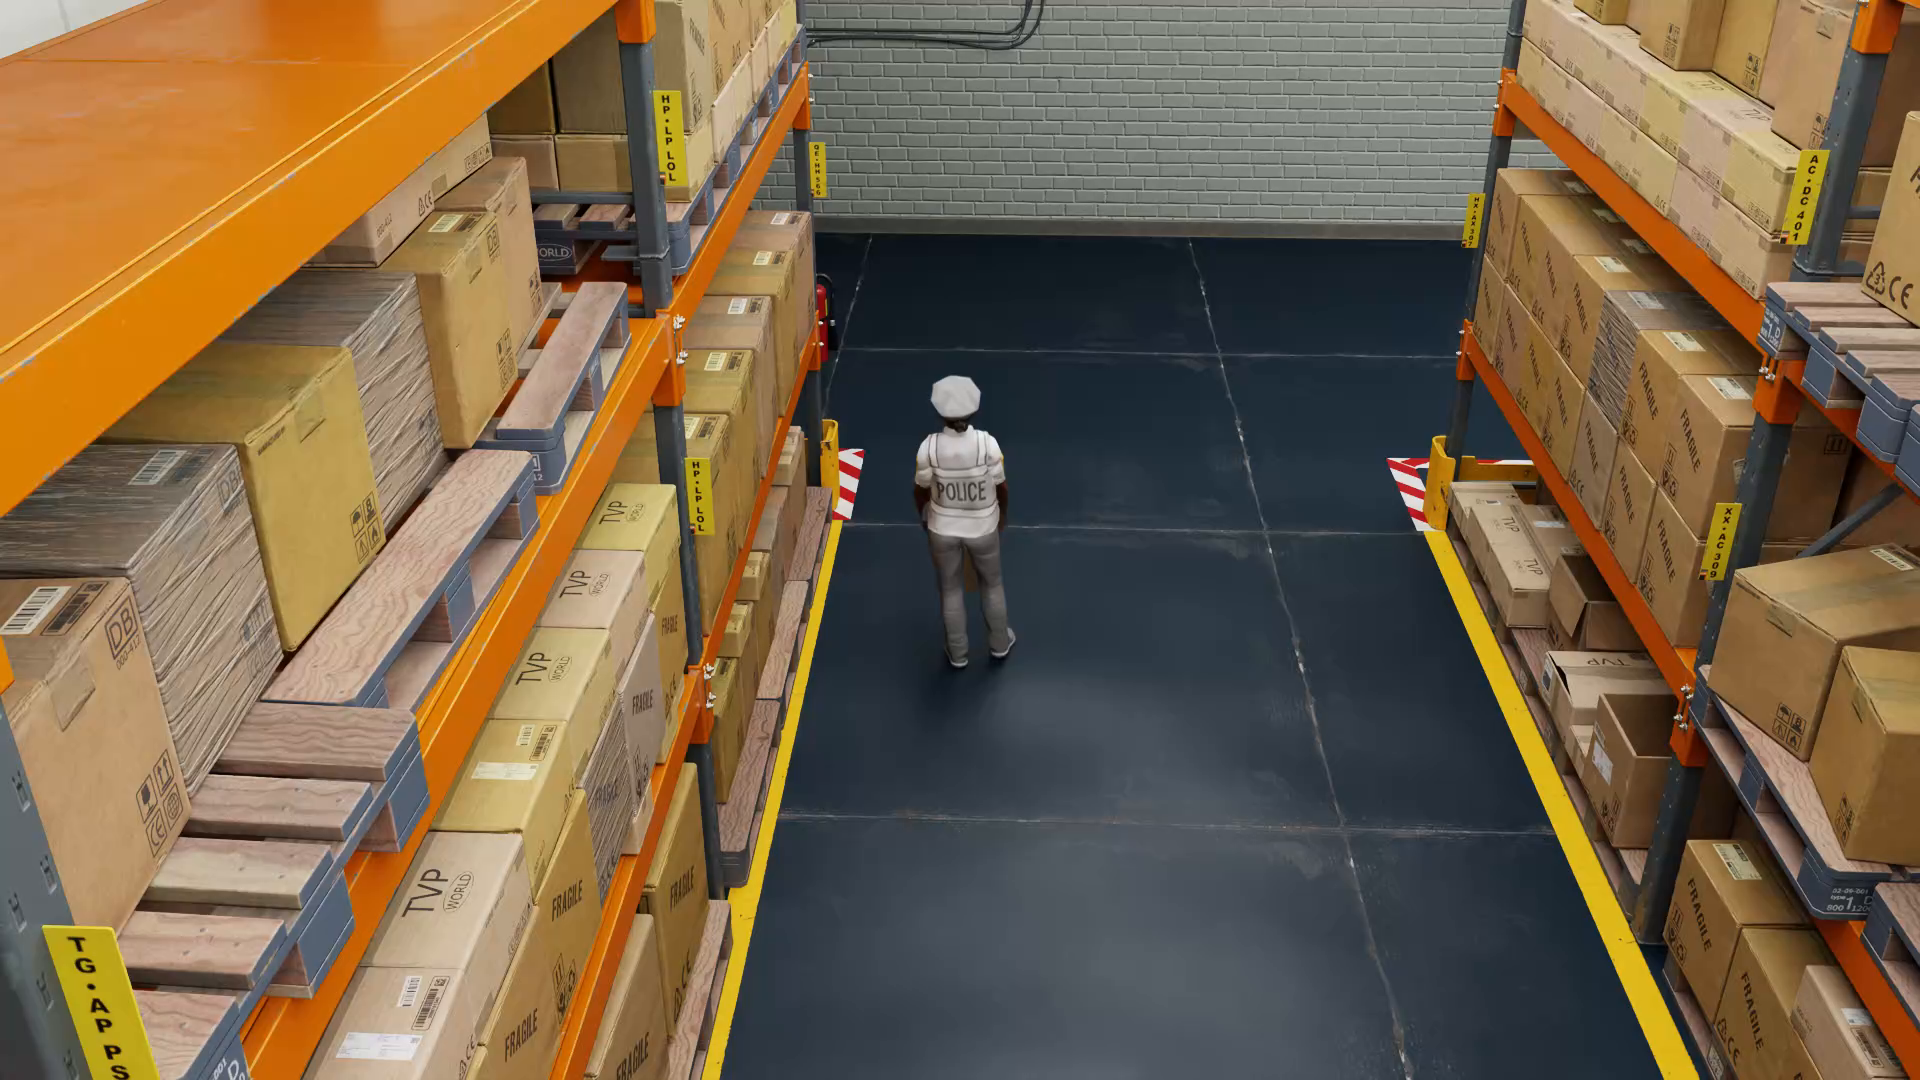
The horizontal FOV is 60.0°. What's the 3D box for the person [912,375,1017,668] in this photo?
[{"bbox_3d":[0.031,-0.107,8.767,0.562,1.696,0.531,1,28,1],"label":"person"}]
